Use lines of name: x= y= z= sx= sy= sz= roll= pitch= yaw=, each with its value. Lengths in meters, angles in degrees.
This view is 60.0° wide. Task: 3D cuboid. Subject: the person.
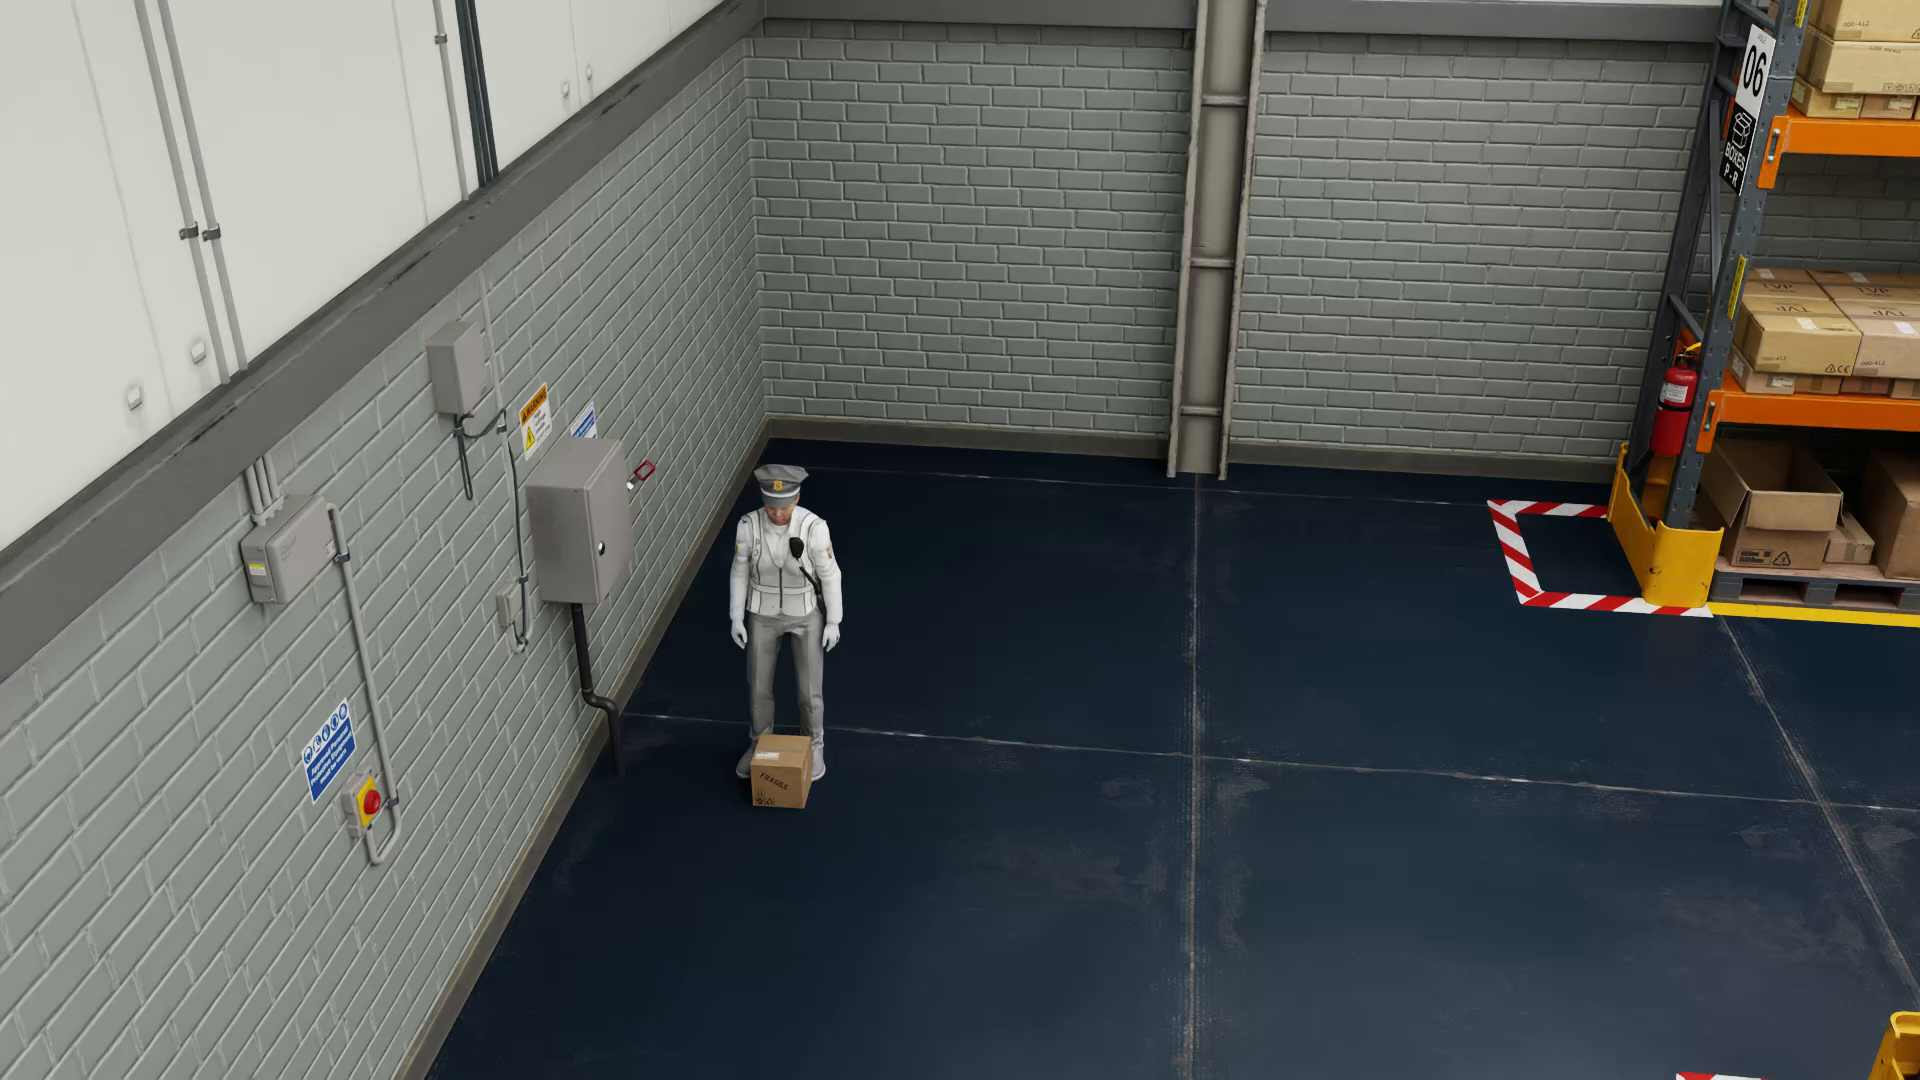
person: x=-0.830 y=0.467 z=7.971 sx=0.547 sy=1.463 sz=0.353 roll=2 pitch=29 yaw=3
